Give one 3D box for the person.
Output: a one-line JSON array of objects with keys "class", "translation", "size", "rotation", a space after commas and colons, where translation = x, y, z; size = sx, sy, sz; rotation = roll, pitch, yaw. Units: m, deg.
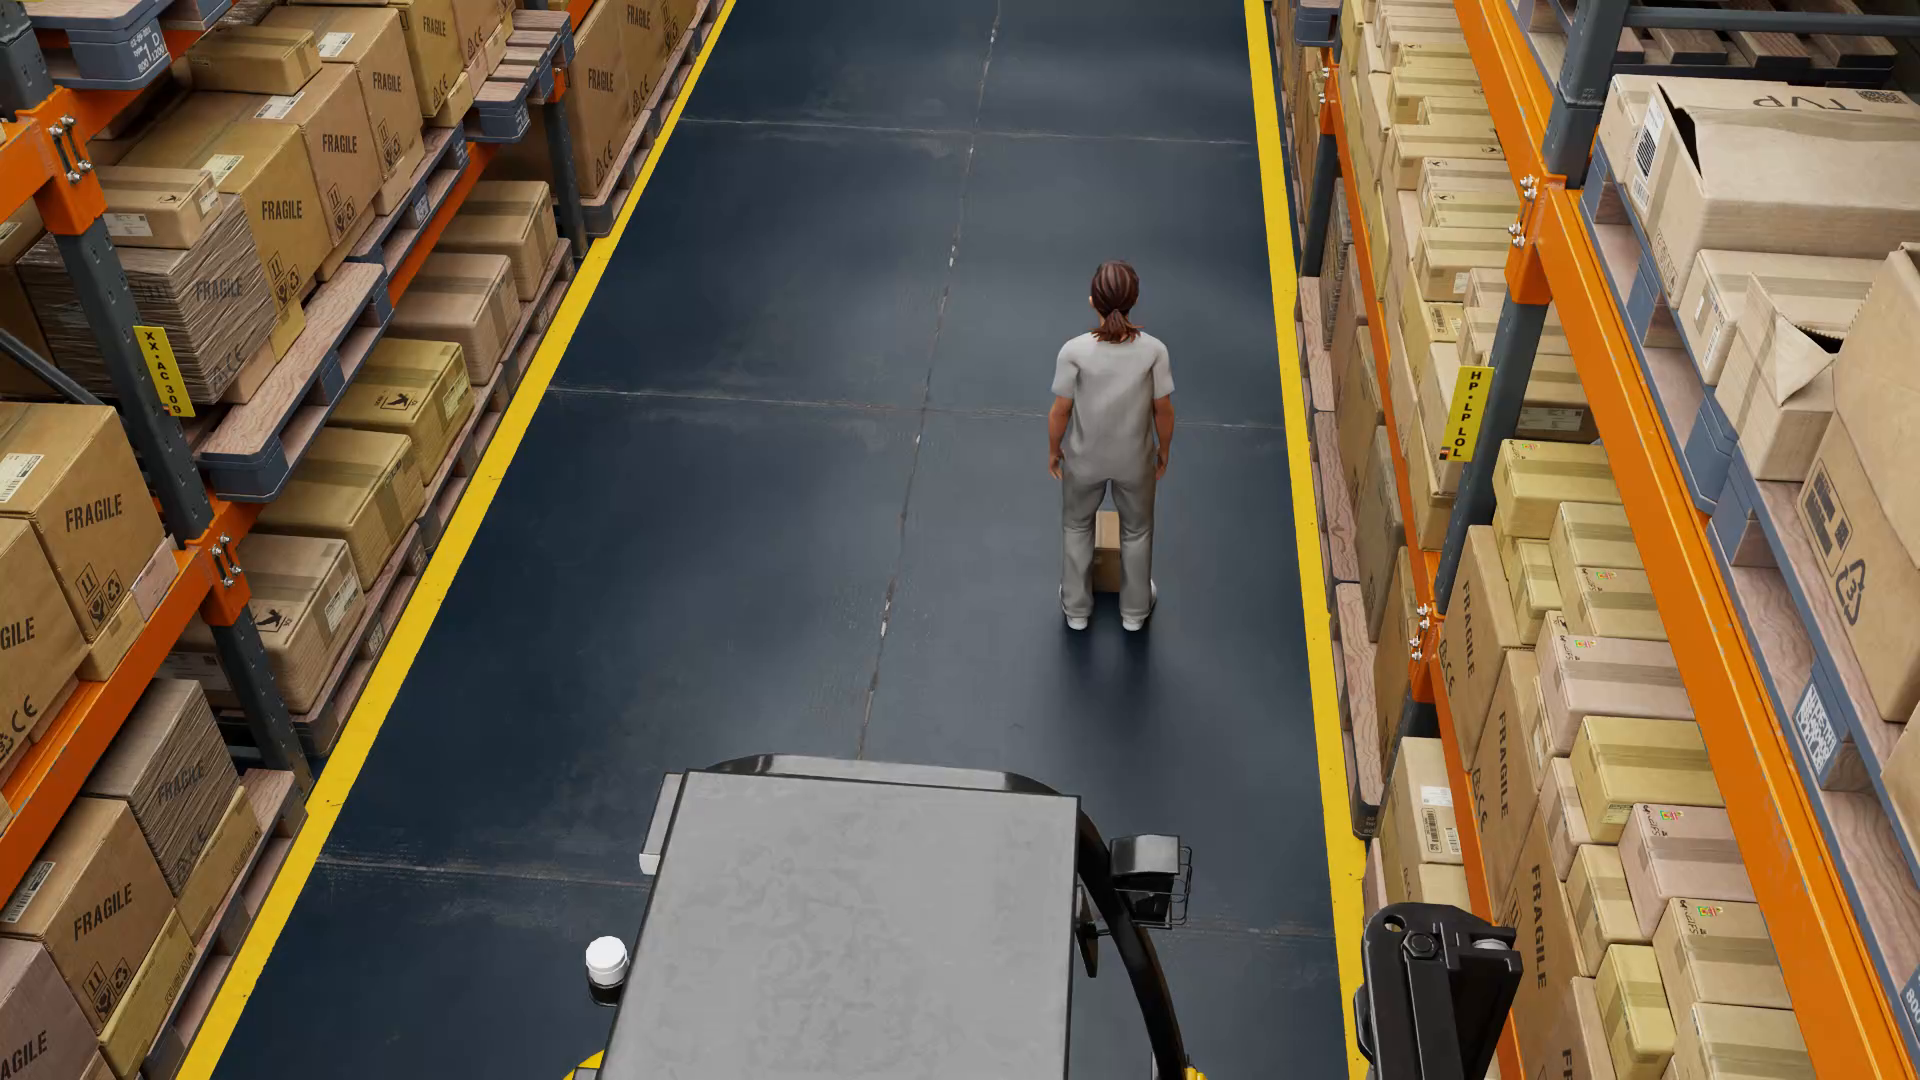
[{"class": "person", "translation": [0.592, -0.332, 6.551], "size": [0.501, 1.671, 0.359], "rotation": [1, 40, 2]}]
